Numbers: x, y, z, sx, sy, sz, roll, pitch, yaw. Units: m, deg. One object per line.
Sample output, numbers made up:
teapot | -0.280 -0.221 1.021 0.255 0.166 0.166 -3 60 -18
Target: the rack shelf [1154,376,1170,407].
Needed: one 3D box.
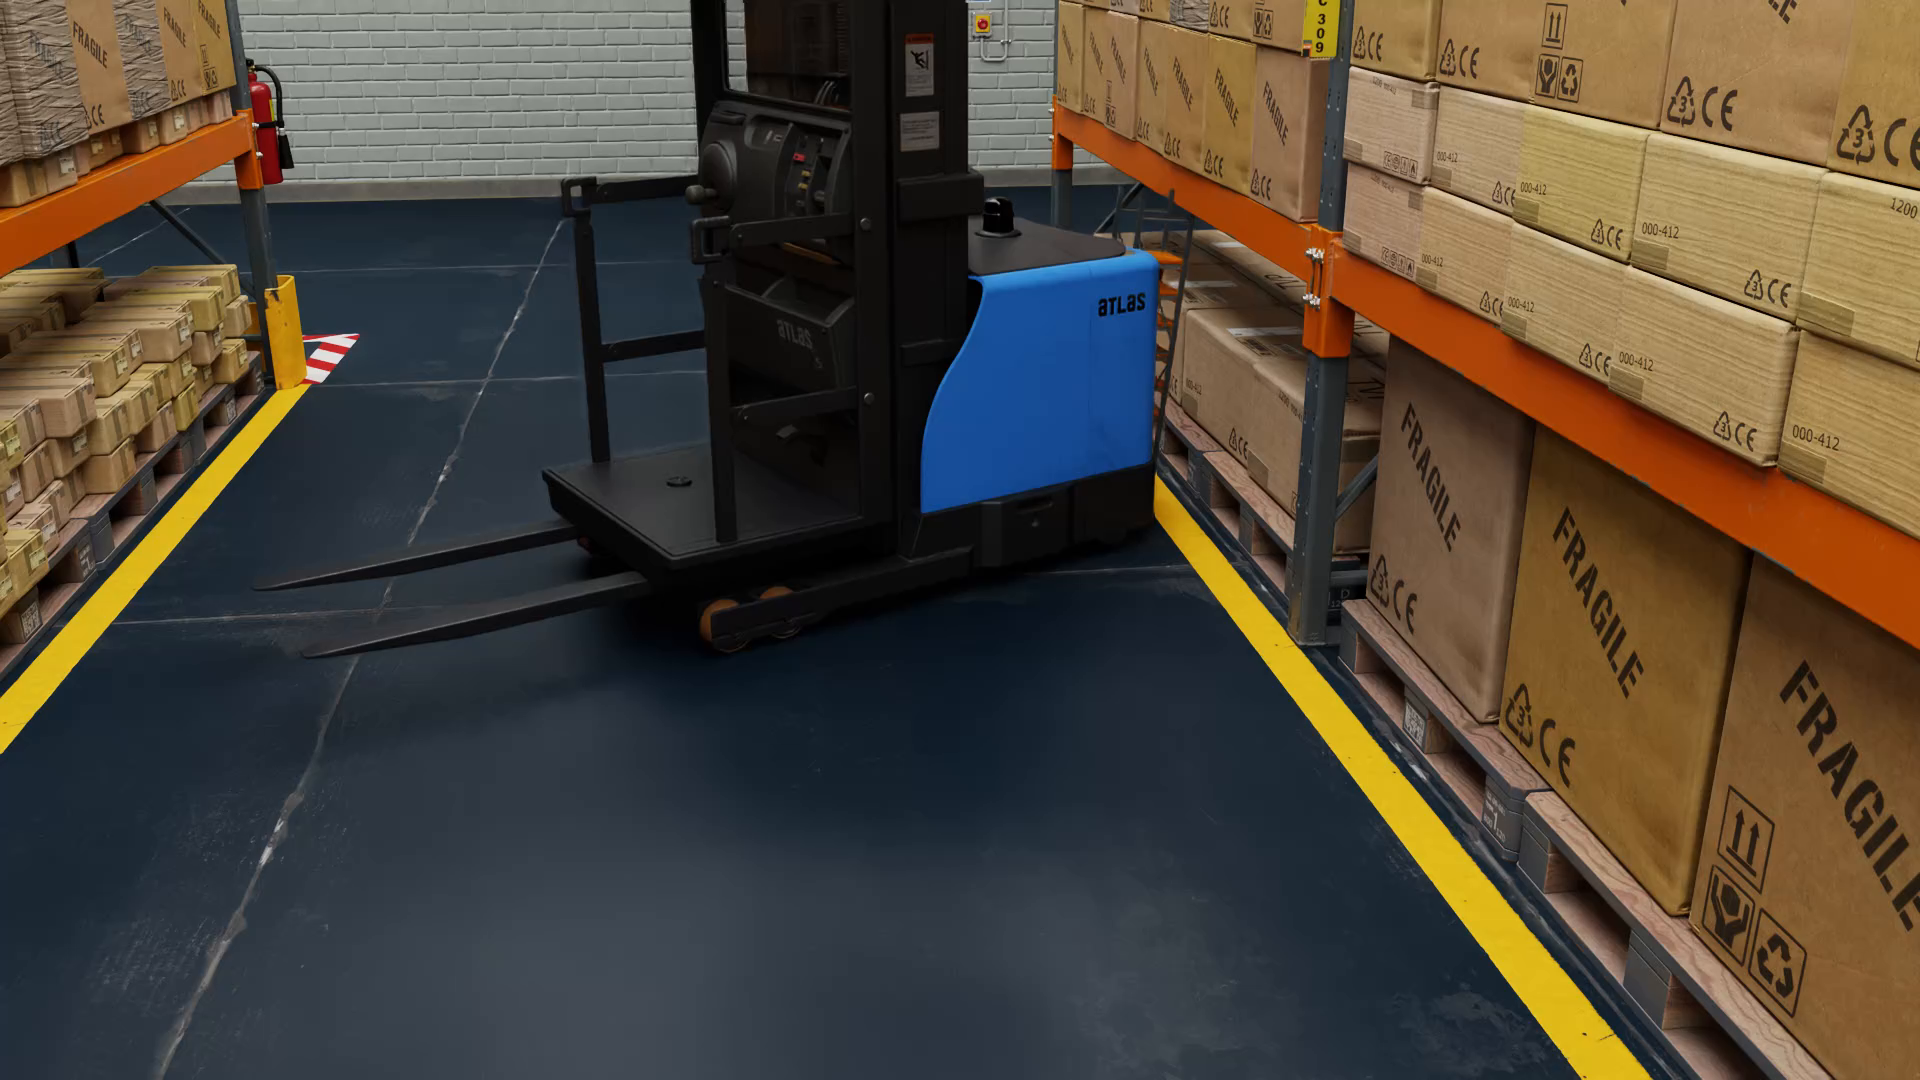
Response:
rack shelf | 0.665 -0.599 6.534 0.258 0.103 0.180 -2 21 -22

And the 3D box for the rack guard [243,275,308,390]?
rack guard | -3.886 -1.008 8.200 1.175 0.500 0.348 -3 21 -8

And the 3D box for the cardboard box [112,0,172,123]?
cardboard box | -3.426 -1.895 6.435 0.500 0.500 0.500 -3 21 -8

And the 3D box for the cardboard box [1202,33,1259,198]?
cardboard box | 1.164 -1.477 5.741 0.500 0.500 0.500 -3 21 -9

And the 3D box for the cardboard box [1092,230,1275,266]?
cardboard box | 1.181 -1.263 8.372 0.875 0.438 0.875 -4 21 -10

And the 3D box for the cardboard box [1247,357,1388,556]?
cardboard box | 1.579 -0.324 5.858 0.875 0.438 0.875 -3 21 -9

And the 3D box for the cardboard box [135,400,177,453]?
cardboard box | -3.358 -0.449 6.606 0.380 0.149 0.250 -3 21 -7

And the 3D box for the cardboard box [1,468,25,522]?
cardboard box | -3.252 -0.128 5.321 0.380 0.149 0.250 -3 21 -8

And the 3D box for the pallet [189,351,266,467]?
pallet | -3.804 -0.589 7.493 1.003 0.211 1.213 -3 21 -8

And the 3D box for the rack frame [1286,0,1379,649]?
rack frame | 1.563 -1.105 4.887 1.000 3.000 0.127 -3 21 -8

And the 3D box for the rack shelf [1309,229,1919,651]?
rack shelf | 1.852 -0.075 3.159 1.077 0.370 4.000 -3 21 -8

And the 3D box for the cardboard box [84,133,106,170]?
cardboard box | -3.417 -1.447 6.163 0.380 0.149 0.250 -3 21 -7

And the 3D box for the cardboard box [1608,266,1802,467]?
cardboard box | 1.563 -0.338 3.048 0.500 0.250 0.500 -3 21 -9

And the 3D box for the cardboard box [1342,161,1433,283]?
cardboard box | 1.365 -0.869 4.470 0.500 0.250 0.500 -3 21 -9

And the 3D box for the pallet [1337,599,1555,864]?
pallet | 1.749 0.465 4.670 1.003 0.211 1.213 -3 21 -8

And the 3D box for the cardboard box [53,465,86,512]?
cardboard box | -3.340 -0.176 5.875 0.380 0.149 0.250 -4 21 -10

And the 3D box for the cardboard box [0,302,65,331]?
cardboard box | -3.972 -0.882 6.914 0.380 0.149 0.250 -4 21 -10

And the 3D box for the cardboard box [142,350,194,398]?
cardboard box | -3.375 -0.679 6.796 0.380 0.149 0.250 -3 21 -7

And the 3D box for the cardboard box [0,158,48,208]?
cardboard box | -3.244 -1.177 5.441 0.380 0.149 0.250 -3 21 -7

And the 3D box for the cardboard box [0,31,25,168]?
cardboard box | -3.221 -1.361 5.006 0.500 0.500 0.500 -3 21 -8

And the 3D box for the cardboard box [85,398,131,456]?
cardboard box | -3.278 -0.409 6.072 0.380 0.149 0.250 -3 21 -8

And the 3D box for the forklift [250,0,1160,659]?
forklift | -0.785 -1.227 5.312 3.031 2.935 1.130 -13 24 -32

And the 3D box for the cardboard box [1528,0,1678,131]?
cardboard box | 1.513 -1.105 3.315 0.500 0.500 0.500 -3 21 -9

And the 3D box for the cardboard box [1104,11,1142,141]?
cardboard box | 0.928 -2.005 7.155 0.500 0.500 0.500 -3 21 -8

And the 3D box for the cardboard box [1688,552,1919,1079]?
cardboard box | 1.998 0.526 2.956 0.875 0.875 0.875 -3 21 -7

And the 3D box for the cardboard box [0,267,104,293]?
cardboard box | -4.158 -1.146 7.623 0.380 0.149 0.250 -4 21 -10

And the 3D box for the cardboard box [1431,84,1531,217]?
cardboard box | 1.451 -0.923 3.900 0.500 0.250 0.500 -3 21 -7

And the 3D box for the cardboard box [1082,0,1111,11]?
cardboard box | 0.855 -2.646 7.441 0.500 0.500 0.500 -3 21 -9

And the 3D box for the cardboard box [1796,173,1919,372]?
cardboard box | 1.647 -0.392 2.479 0.500 0.250 0.500 -3 21 -9

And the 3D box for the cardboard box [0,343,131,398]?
cardboard box | -3.365 -0.632 6.246 0.380 0.149 0.250 -3 21 -7

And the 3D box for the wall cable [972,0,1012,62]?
wall cable | 0.151 -4.931 13.636 0.585 1.953 0.123 -3 21 -8

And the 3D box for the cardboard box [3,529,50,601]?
cardboard box | -3.093 0.084 5.178 0.380 0.149 0.250 -2 21 -6

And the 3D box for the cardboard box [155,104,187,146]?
cardboard box | -3.461 -1.728 6.913 0.380 0.149 0.250 -2 21 -6

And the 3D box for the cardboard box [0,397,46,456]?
cardboard box | -3.292 -0.362 5.523 0.380 0.149 0.250 -3 21 -9

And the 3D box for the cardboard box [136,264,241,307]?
cardboard box | -3.570 -1.174 7.698 0.380 0.149 0.250 -3 21 -7

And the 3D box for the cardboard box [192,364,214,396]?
cardboard box | -3.525 -0.715 7.317 0.380 0.149 0.250 -3 21 -8

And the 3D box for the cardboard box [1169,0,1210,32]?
cardboard box | 1.074 -2.121 6.037 0.500 0.500 0.500 -3 21 -7

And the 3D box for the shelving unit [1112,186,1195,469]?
shelving unit | 0.683 -0.753 6.478 0.258 1.200 0.189 -2 21 -22

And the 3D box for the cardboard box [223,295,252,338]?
cardboard box | -3.539 -1.037 7.756 0.380 0.149 0.250 -3 21 -9

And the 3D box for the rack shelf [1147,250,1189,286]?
rack shelf | 0.717 -1.048 6.372 0.258 0.103 0.180 -2 21 -22

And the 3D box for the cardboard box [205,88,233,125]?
cardboard box | -3.570 -1.989 7.613 0.380 0.149 0.250 -3 21 -8

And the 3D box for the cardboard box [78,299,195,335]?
cardboard box | -3.453 -0.908 6.985 0.380 0.149 0.250 -4 21 -10
